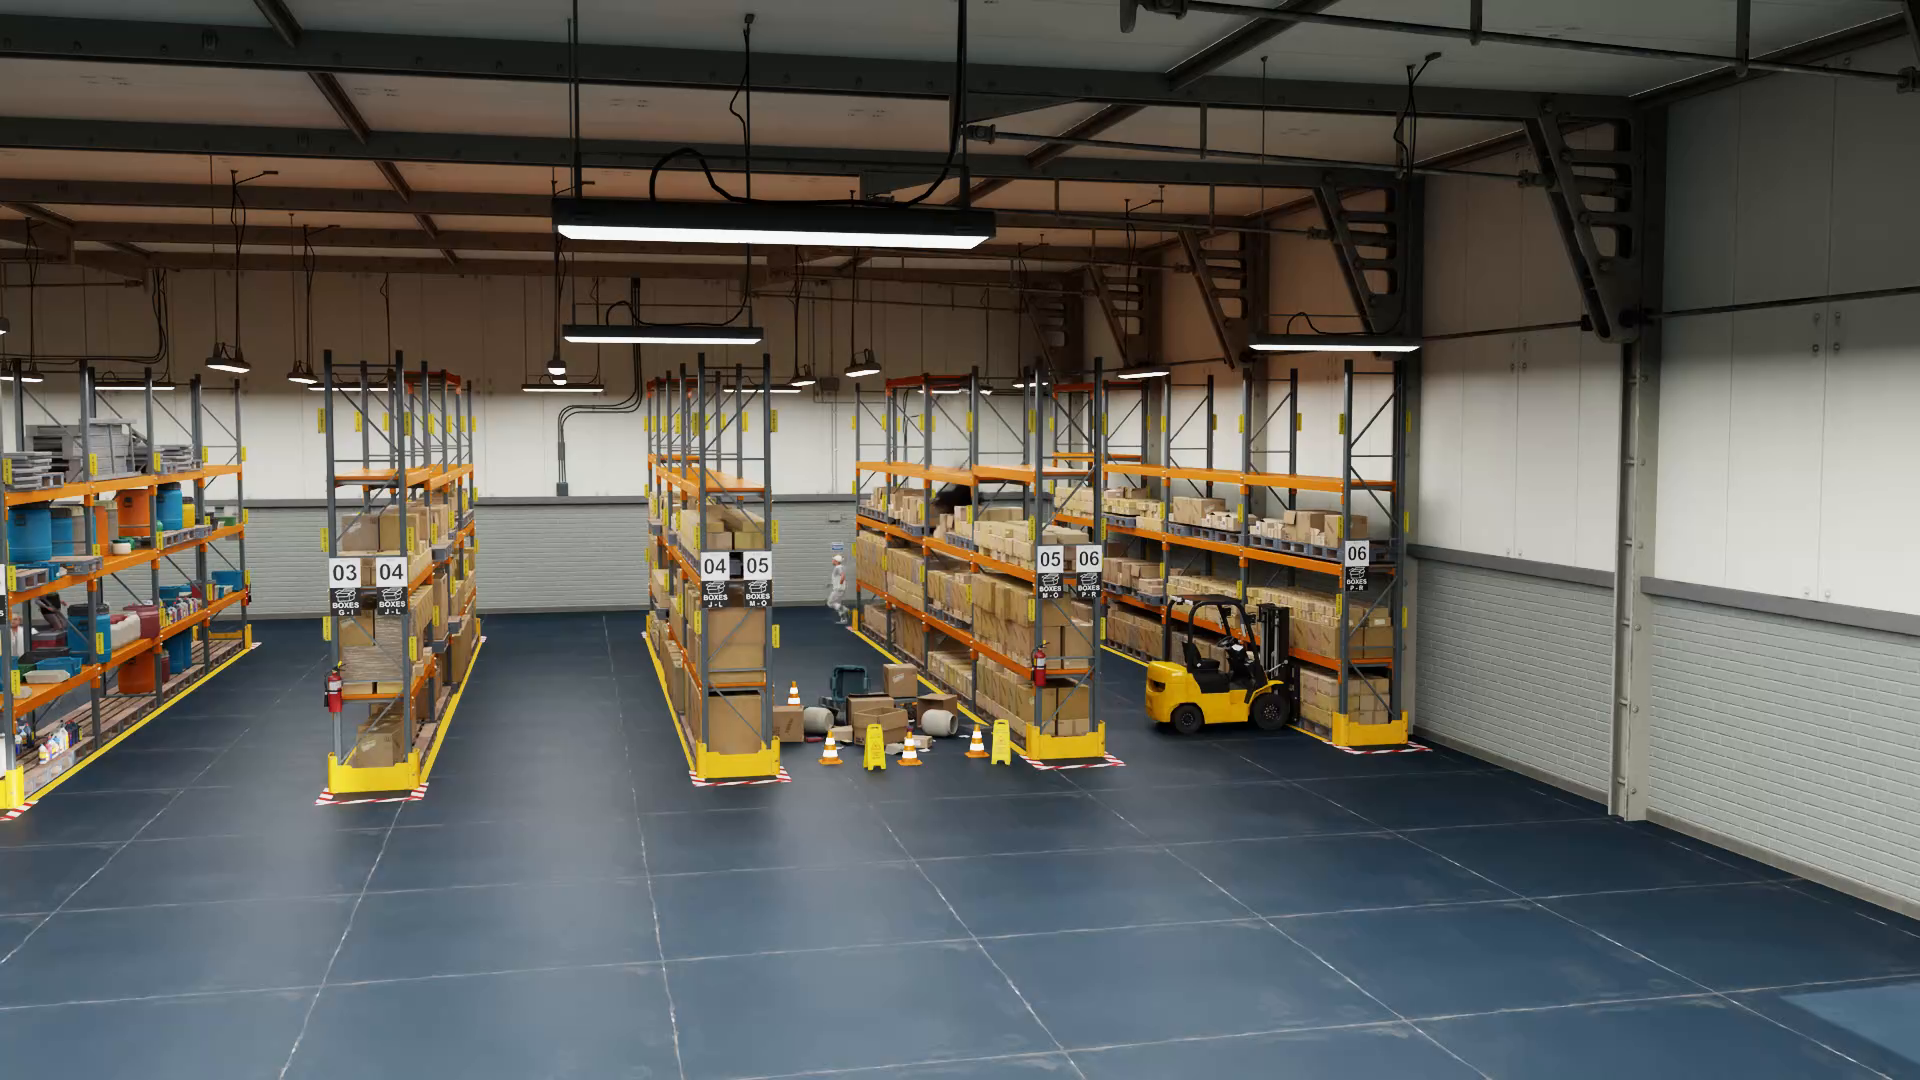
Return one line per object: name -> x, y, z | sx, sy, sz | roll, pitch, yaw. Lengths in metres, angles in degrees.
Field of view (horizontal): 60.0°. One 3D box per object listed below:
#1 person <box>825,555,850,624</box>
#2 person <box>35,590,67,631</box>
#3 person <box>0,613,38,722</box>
person -> -3.073, 1.250, 41.507 | 0.652, 1.741, 0.691 | 0, 4, 3
person -> -20.303, 1.605, 37.139 | 0.559, 1.645, 0.666 | 0, 4, 5
person -> -15.985, 2.161, 28.169 | 0.709, 1.856, 0.840 | -1, 4, -13
